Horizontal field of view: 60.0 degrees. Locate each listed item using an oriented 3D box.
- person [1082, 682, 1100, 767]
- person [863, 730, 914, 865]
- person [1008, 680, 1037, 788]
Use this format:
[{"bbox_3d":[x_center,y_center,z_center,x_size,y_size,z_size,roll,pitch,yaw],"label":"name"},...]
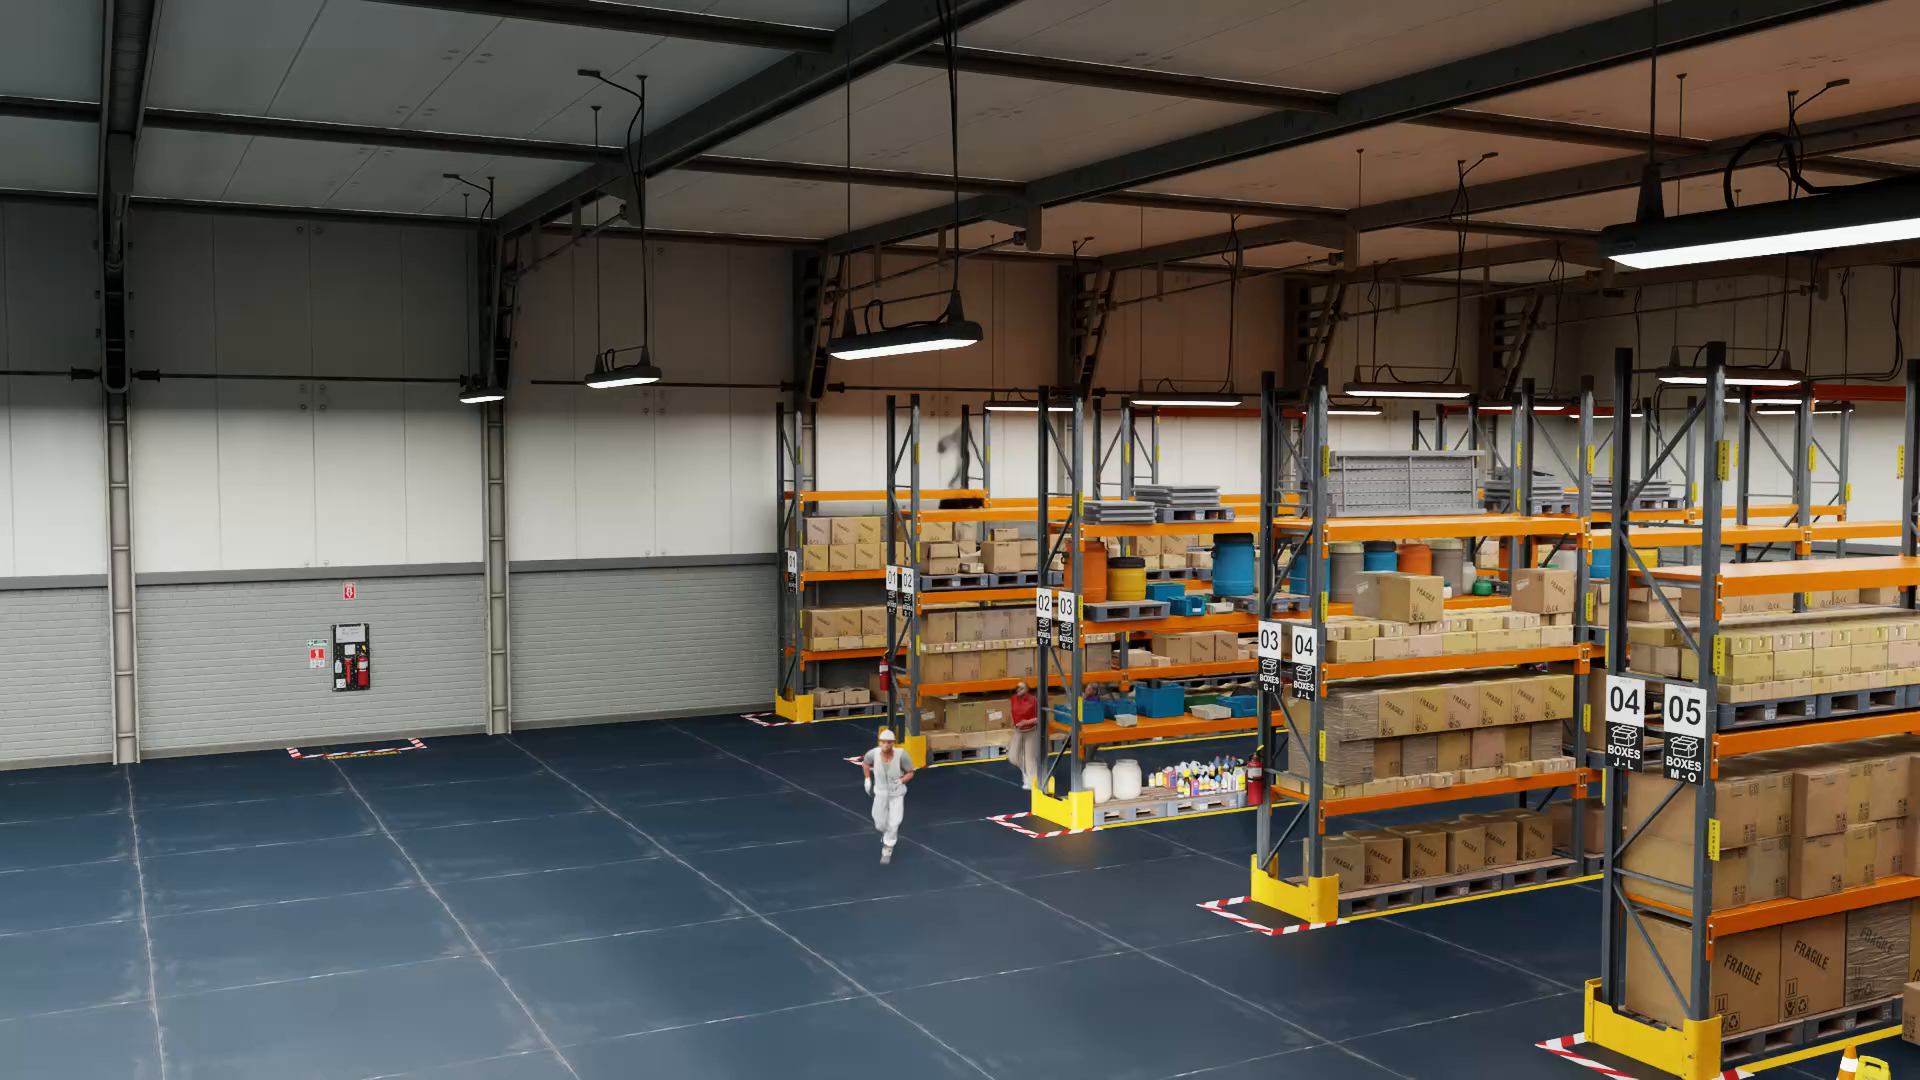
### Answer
[{"bbox_3d":[1.938,2.947,25.047,0.559,1.614,0.570,-2,4,-33],"label":"person"},{"bbox_3d":[-0.887,3.162,20.527,0.652,1.708,0.747,0,3,2],"label":"person"},{"bbox_3d":[0.969,2.913,24.867,0.628,1.661,0.698,2,4,29],"label":"person"}]
